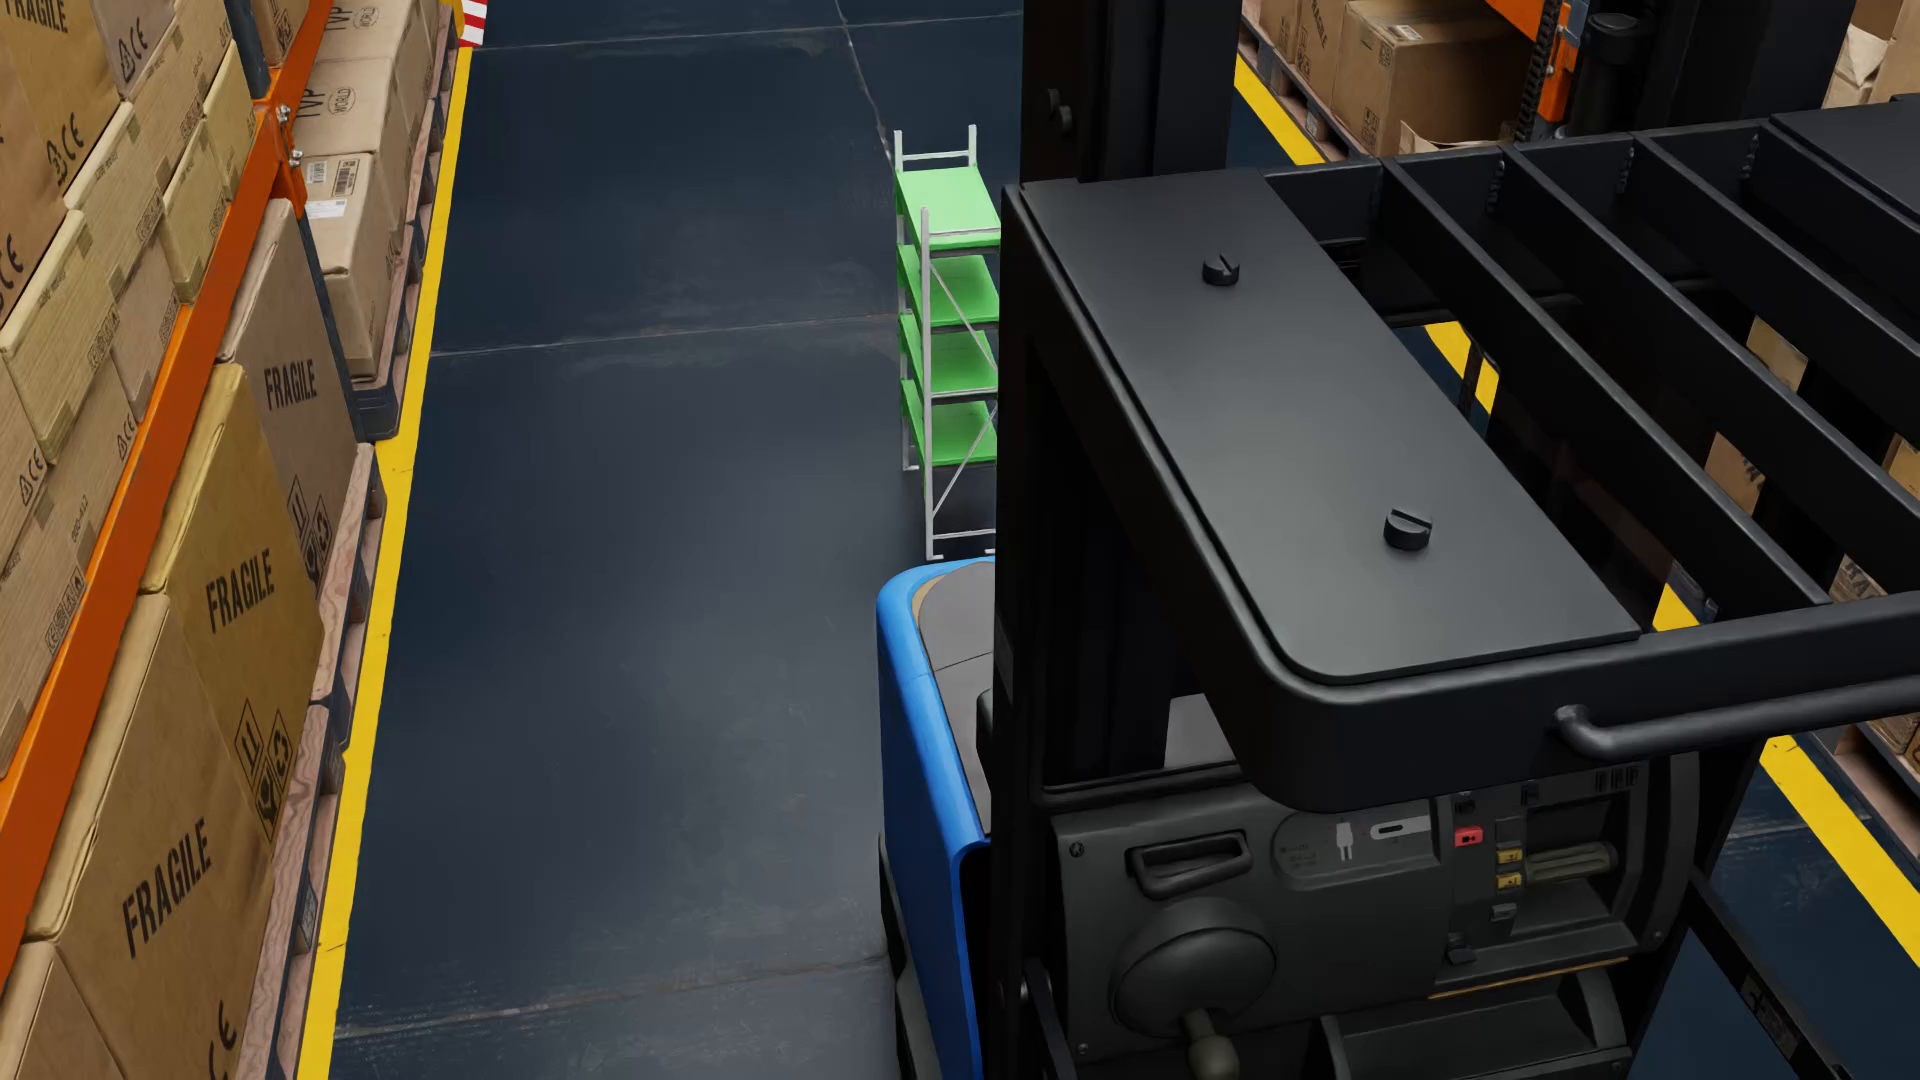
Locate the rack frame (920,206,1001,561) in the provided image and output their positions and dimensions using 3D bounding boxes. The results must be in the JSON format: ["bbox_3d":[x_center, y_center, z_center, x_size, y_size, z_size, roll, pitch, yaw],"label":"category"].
[{"bbox_3d":[0.014,-0.426,4.821,0.240,1.200,0.015,-6,38,-8],"label":"rack frame"}]

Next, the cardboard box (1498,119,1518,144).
[{"bbox_3d":[2.461,-1.634,6.889,0.380,0.149,0.250,-7,38,-9],"label":"cardboard box"}]

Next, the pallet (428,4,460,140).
[{"bbox_3d":[-2.950,-2.211,7.925,1.003,0.211,1.213,-6,38,-8],"label":"pallet"}]

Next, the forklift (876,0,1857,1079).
[{"bbox_3d":[0.636,0.569,2.129,1.130,2.935,3.031,-8,39,-10],"label":"forklift"}]

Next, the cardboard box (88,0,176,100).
[{"bbox_3d":[-2.042,-1.251,3.519,0.500,0.500,0.500,-6,38,-7],"label":"cardboard box"}]

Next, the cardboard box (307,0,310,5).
[{"bbox_3d":[-2.374,-2.027,5.332,0.500,0.500,0.500,-6,38,-8],"label":"cardboard box"}]

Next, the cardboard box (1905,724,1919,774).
[{"bbox_3d":[2.664,0.478,3.884,0.500,0.500,0.500,-5,38,-6],"label":"cardboard box"}]

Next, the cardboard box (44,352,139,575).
[{"bbox_3d":[-1.886,-0.142,3.110,0.500,0.250,0.500,-6,38,-8],"label":"cardboard box"}]

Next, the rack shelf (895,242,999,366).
[{"bbox_3d":[-0.029,-0.713,4.903,0.258,0.148,0.480,-6,38,-8],"label":"rack shelf"}]

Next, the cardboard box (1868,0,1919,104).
[{"bbox_3d":[2.513,-1.010,3.681,0.700,0.500,0.500,-6,38,-8],"label":"cardboard box"}]

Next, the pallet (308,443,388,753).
[{"bbox_3d":[-2.256,0.188,4.836,1.003,0.211,1.213,-6,38,-8],"label":"pallet"}]

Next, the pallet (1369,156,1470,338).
[{"bbox_3d":[2.301,-1.221,6.650,1.003,0.211,1.213,-6,38,-8],"label":"pallet"}]

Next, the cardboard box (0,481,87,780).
[{"bbox_3d":[-1.796,0.156,2.727,0.500,0.250,0.500,-5,38,-6],"label":"cardboard box"}]

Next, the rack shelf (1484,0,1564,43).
[{"bbox_3d":[2.070,-2.831,7.036,1.077,0.370,4.000,-6,38,-8],"label":"rack shelf"}]

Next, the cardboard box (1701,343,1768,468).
[{"bbox_3d":[2.387,-0.449,5.078,0.500,0.500,0.500,-7,38,-9],"label":"cardboard box"}]

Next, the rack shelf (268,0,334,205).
[{"bbox_3d":[-2.816,-2.295,6.346,1.077,0.370,4.000,-6,38,-8],"label":"rack shelf"}]

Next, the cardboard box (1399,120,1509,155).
[{"bbox_3d":[1.971,-1.514,6.640,0.396,0.266,0.258,-5,38,-6],"label":"cardboard box"}]

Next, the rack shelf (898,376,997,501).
[{"bbox_3d":[-0.029,-0.334,5.197,0.258,0.148,0.480,-6,38,-8],"label":"rack shelf"}]

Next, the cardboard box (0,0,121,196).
[{"bbox_3d":[-1.973,-0.943,3.122,0.500,0.500,0.500,-5,38,-7],"label":"cardboard box"}]

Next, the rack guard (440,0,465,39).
[{"bbox_3d":[-3.171,-2.815,8.465,1.175,0.500,0.348,-6,38,-8],"label":"rack guard"}]

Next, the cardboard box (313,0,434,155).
[{"bbox_3d":[-2.784,-2.001,7.127,0.875,0.438,0.875,-5,38,-7],"label":"cardboard box"}]

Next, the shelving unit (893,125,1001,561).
[{"bbox_3d":[-0.029,-0.574,5.011,0.258,1.200,0.503,-6,38,-8],"label":"shelving unit"}]

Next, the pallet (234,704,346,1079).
[{"bbox_3d":[-2.039,0.926,3.886,1.003,0.211,1.213,-6,38,-8],"label":"pallet"}]

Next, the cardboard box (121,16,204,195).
[{"bbox_3d":[-2.054,-0.968,3.766,0.500,0.250,0.500,-5,38,-7],"label":"cardboard box"}]

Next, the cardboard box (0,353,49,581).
[{"bbox_3d":[-1.775,-0.041,2.572,0.500,0.250,0.500,-6,38,-8],"label":"cardboard box"}]

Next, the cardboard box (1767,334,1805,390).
[{"bbox_3d":[2.471,-0.465,4.570,0.380,0.149,0.250,-6,38,-8],"label":"cardboard box"}]

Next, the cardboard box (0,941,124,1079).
[{"bbox_3d":[-1.804,1.292,2.532,0.875,0.875,0.875,-7,38,-8],"label":"cardboard box"}]

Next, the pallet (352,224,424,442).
[{"bbox_3d":[-2.522,-0.738,6.028,1.003,0.211,1.213,-6,38,-8],"label":"pallet"}]

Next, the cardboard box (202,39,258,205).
[{"bbox_3d":[-2.139,-1.068,4.302,0.500,0.250,0.500,-7,38,-9],"label":"cardboard box"}]

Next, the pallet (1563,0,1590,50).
[{"bbox_3d":[2.453,-1.337,4.683,1.003,0.211,1.213,-6,38,-8],"label":"pallet"}]

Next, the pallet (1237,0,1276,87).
[{"bbox_3d":[1.873,-2.695,8.547,1.003,0.211,1.213,-6,38,-8],"label":"pallet"}]

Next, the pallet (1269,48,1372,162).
[{"bbox_3d":[2.084,-1.959,7.600,1.003,0.211,1.213,-6,38,-8],"label":"pallet"}]

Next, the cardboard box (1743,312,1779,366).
[{"bbox_3d":[2.464,-0.620,4.770,0.380,0.149,0.250,-7,38,-9],"label":"cardboard box"}]

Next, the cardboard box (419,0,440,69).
[{"bbox_3d":[-2.953,-2.553,7.838,0.875,0.438,0.875,-7,38,-9],"label":"cardboard box"}]

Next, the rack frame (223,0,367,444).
[{"bbox_3d":[-2.466,-1.371,4.570,1.000,3.000,0.127,-6,38,-8],"label":"rack frame"}]

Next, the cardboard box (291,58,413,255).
[{"bbox_3d":[-2.628,-1.457,6.426,0.875,0.438,0.875,-7,38,-9],"label":"cardboard box"}]

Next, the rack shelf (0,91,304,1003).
[{"bbox_3d":[-2.115,0.121,3.236,1.077,0.370,4.000,-6,38,-8],"label":"rack shelf"}]

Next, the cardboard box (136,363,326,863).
[{"bbox_3d":[-2.112,0.213,3.921,0.875,0.875,0.875,-5,38,-7],"label":"cardboard box"}]

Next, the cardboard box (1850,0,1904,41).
[{"bbox_3d":[2.376,-1.484,4.291,0.700,0.500,0.500,-6,38,-7],"label":"cardboard box"}]

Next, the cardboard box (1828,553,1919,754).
[{"bbox_3d":[2.555,0.167,4.286,0.500,0.500,0.500,-8,38,-10],"label":"cardboard box"}]

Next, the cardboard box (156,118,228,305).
[{"bbox_3d":[-2.051,-0.760,3.906,0.500,0.250,0.500,-7,38,-9],"label":"cardboard box"}]

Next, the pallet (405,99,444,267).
[{"bbox_3d":[-2.739,-1.476,6.978,1.003,0.211,1.213,-6,38,-8],"label":"pallet"}]

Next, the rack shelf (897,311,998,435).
[{"bbox_3d":[-0.029,-0.523,5.050,0.258,0.148,0.480,-6,38,-8],"label":"rack shelf"}]

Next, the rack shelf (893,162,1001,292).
[{"bbox_3d":[-0.029,-0.902,4.755,0.258,0.148,0.480,-6,38,-8],"label":"rack shelf"}]

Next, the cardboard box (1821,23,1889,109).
[{"bbox_3d":[2.286,-1.140,4.039,0.396,0.266,0.258,-4,38,-6],"label":"cardboard box"}]

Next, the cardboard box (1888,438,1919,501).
[{"bbox_3d":[2.588,-0.155,4.171,0.380,0.149,0.250,-6,38,-8],"label":"cardboard box"}]

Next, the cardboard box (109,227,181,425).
[{"bbox_3d":[-1.981,-0.454,3.511,0.500,0.250,0.500,-7,38,-9],"label":"cardboard box"}]

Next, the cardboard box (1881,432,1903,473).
[{"bbox_3d":[2.512,-0.315,4.377,0.380,0.149,0.250,-5,38,-6],"label":"cardboard box"}]

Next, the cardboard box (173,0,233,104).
[{"bbox_3d":[-2.149,-1.269,4.154,0.500,0.250,0.500,-6,38,-8],"label":"cardboard box"}]

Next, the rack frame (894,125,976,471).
[{"bbox_3d":[-0.072,-0.721,5.200,0.240,1.200,0.015,-6,38,-8],"label":"rack frame"}]

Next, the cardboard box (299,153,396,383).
[{"bbox_3d":[-2.470,-0.916,5.730,0.875,0.438,0.875,-7,38,-9],"label":"cardboard box"}]

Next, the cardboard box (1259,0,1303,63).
[{"bbox_3d":[1.845,-2.602,7.849,0.700,0.500,0.500,-5,38,-6],"label":"cardboard box"}]

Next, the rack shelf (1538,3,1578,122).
[{"bbox_3d":[2.771,-0.415,3.926,1.077,0.370,4.000,-6,38,-8],"label":"rack shelf"}]

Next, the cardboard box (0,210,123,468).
[{"bbox_3d":[-1.851,-0.348,2.968,0.500,0.250,0.500,-6,38,-7],"label":"cardboard box"}]

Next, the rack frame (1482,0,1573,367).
[{"bbox_3d":[2.420,-1.907,5.260,1.000,3.000,0.127,-6,38,-8],"label":"rack frame"}]
